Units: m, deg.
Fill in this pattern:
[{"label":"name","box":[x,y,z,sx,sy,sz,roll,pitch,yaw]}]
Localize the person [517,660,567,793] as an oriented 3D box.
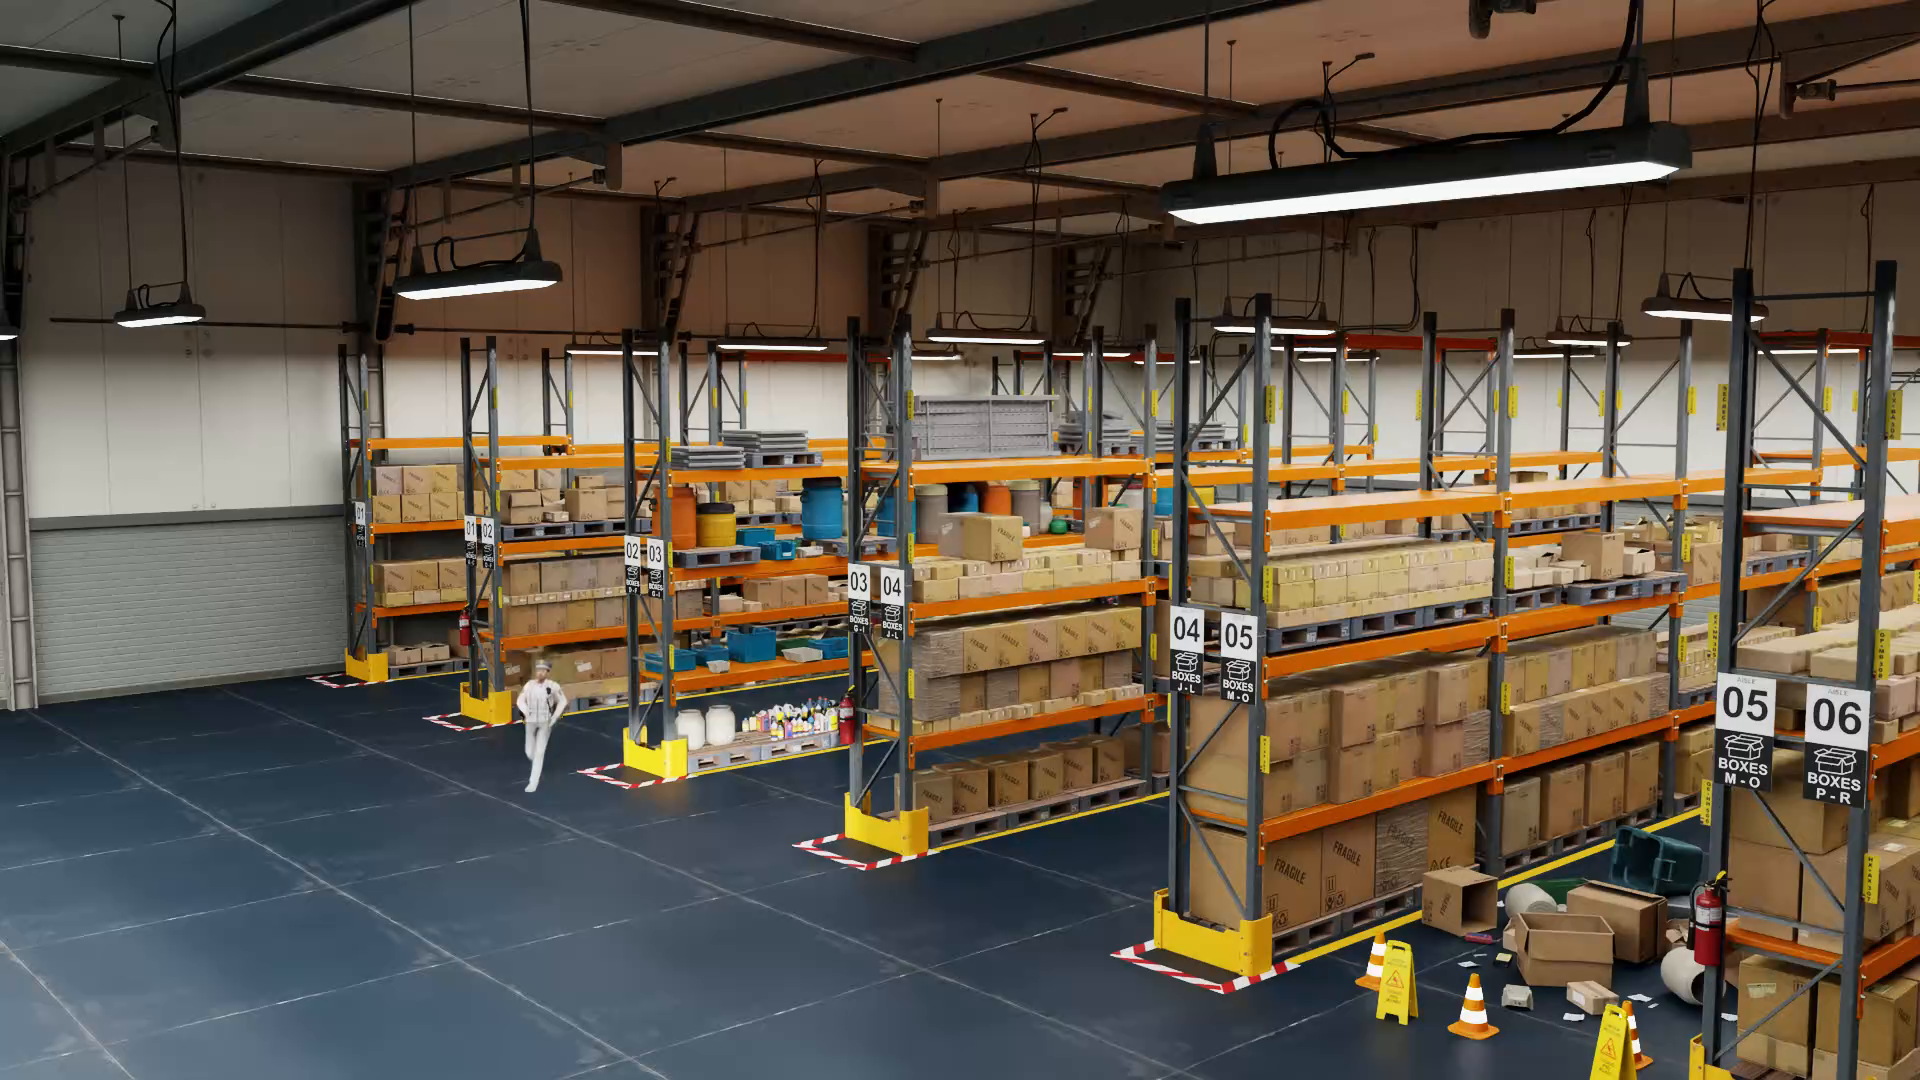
[{"label":"person","box":[-5.476,2.394,21.738,0.641,1.698,0.762,0,5,0]}]
